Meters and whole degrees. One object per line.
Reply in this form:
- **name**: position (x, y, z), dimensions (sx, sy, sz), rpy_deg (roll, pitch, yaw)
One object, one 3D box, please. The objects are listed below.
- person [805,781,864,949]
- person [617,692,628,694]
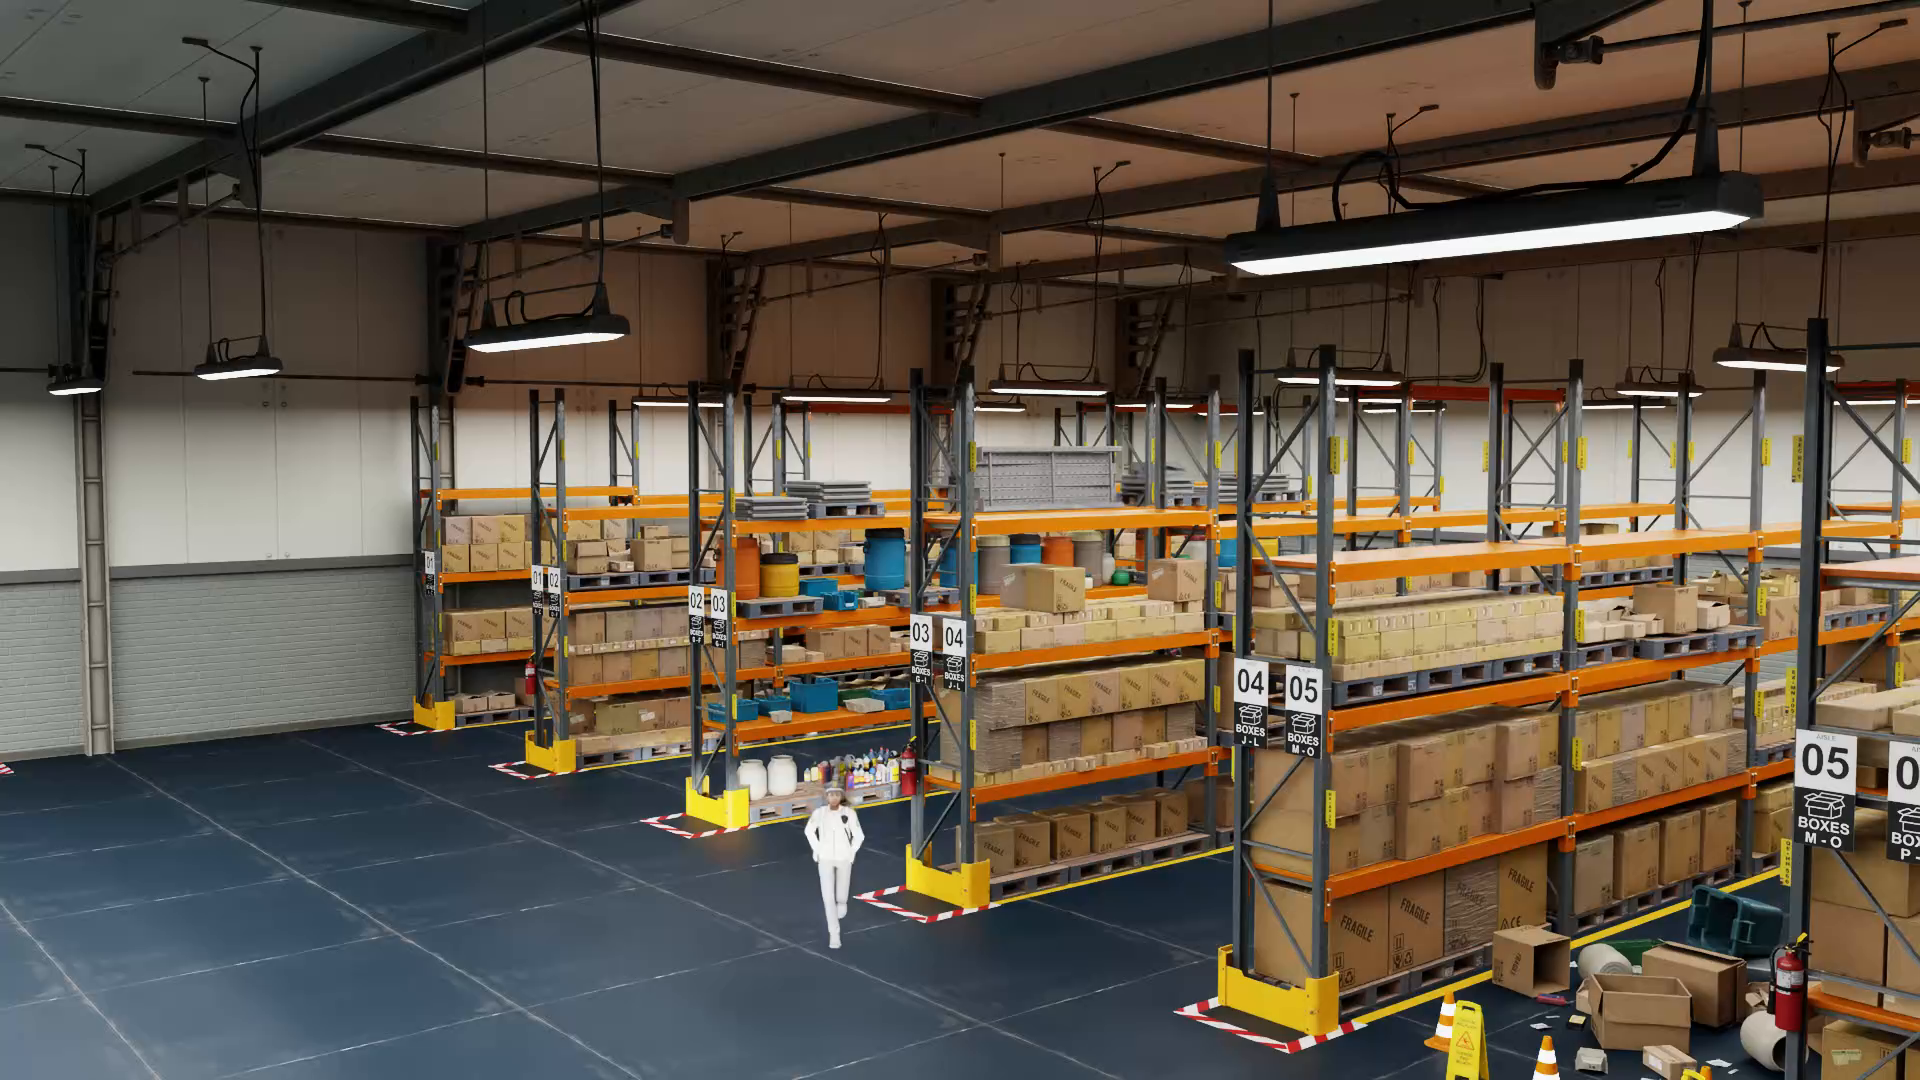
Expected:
- **person**: position (-1.307, 3.311, 17.293), dimensions (0.618, 1.660, 0.740), rpy_deg (0, 3, -3)
- **person**: position (-5.896, 2.560, 29.592), dimensions (0.729, 1.737, 0.627), rpy_deg (3, 4, 41)
